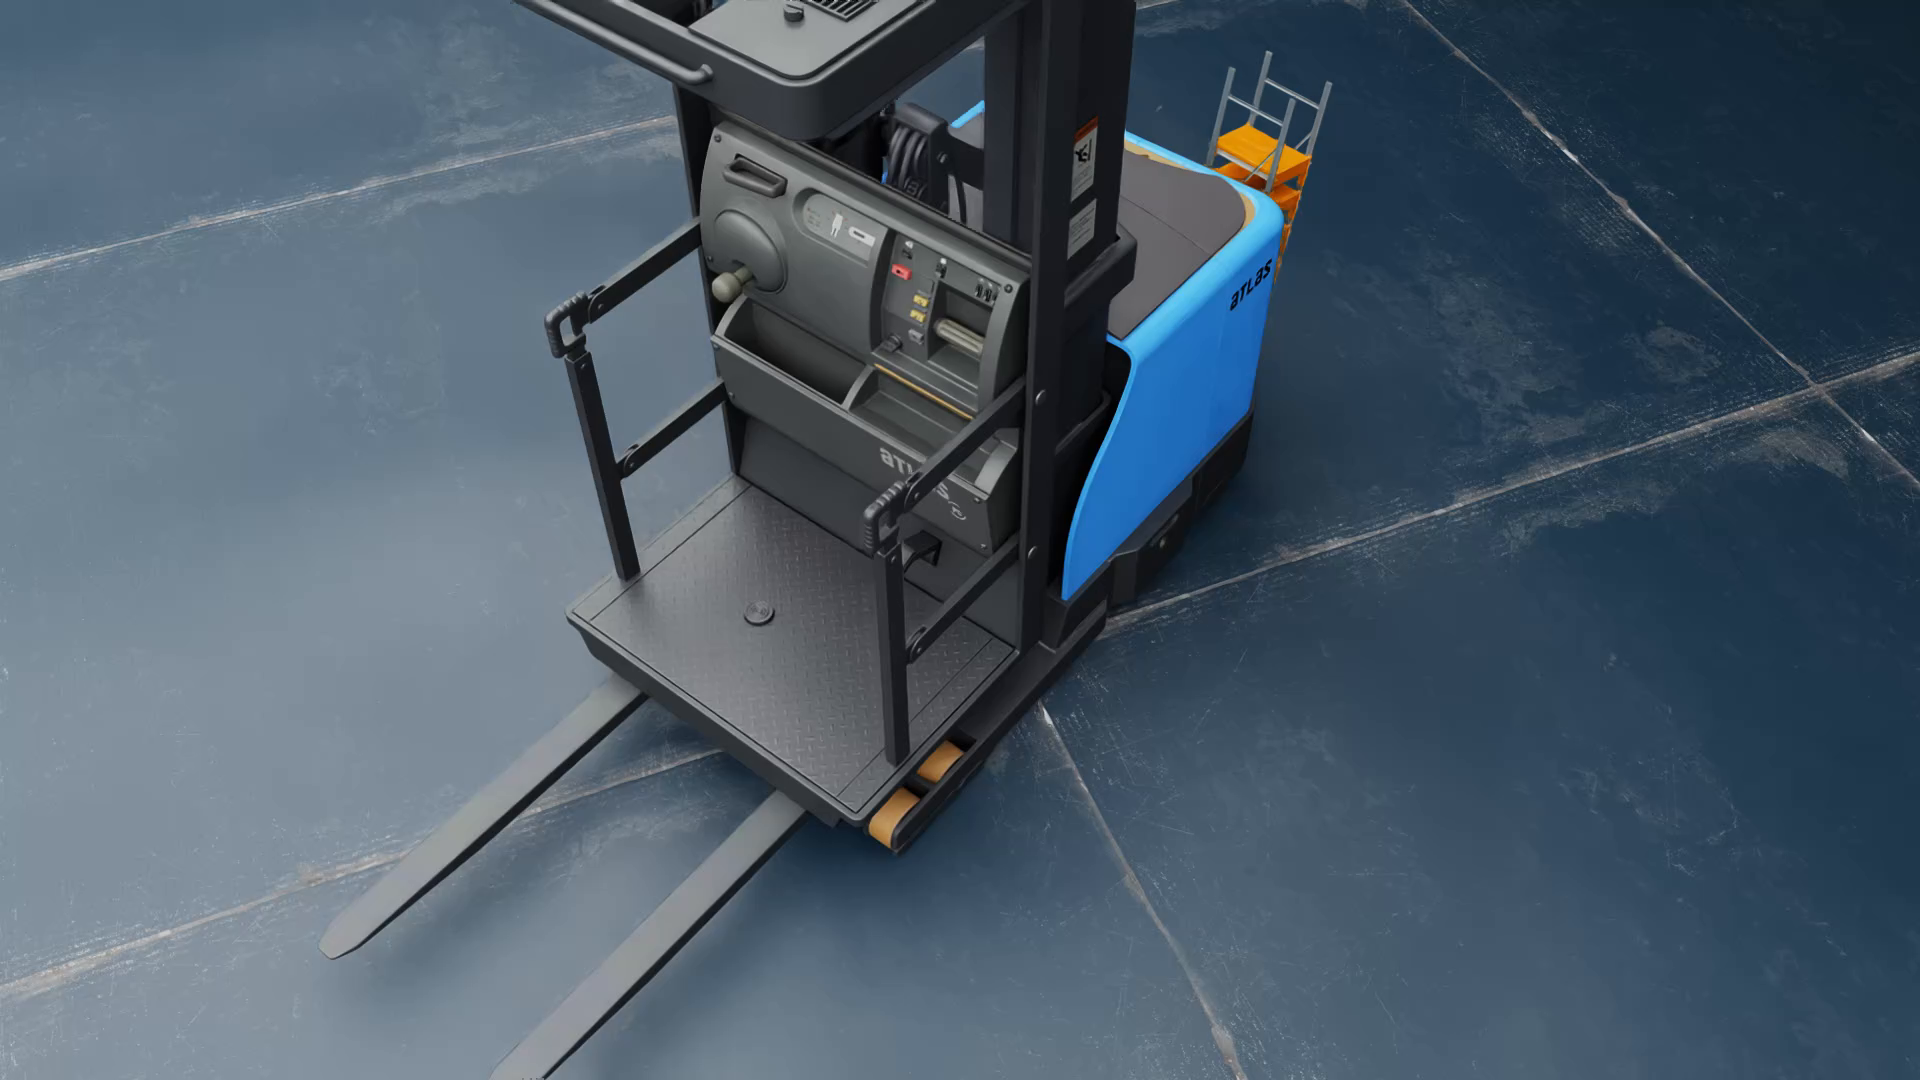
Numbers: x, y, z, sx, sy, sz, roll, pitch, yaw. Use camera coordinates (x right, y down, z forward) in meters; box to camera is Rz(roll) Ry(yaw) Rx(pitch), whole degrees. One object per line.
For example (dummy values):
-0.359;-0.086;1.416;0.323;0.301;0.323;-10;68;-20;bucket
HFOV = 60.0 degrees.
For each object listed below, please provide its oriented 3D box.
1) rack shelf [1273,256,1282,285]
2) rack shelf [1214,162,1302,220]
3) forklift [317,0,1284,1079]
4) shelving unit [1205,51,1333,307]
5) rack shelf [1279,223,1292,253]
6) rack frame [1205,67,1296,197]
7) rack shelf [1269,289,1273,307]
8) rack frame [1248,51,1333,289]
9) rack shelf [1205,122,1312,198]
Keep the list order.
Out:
0.857;-0.877;5.260;0.258;0.103;0.180;37;49;27;rack shelf
0.885;-1.053;5.099;0.258;0.103;0.180;37;49;27;rack shelf
-0.384;-0.550;3.791;1.130;2.935;3.031;31;56;24;forklift
0.862;-0.910;5.230;0.258;1.200;0.189;37;49;27;shelving unit
0.871;-0.965;5.179;0.258;0.103;0.180;37;49;27;rack shelf
0.798;-0.871;5.177;0.240;1.200;0.006;37;49;27;rack frame
0.843;-0.789;5.340;0.258;0.103;0.180;37;49;27;rack shelf
0.926;-0.948;5.283;0.240;1.200;0.006;37;49;27;rack frame
0.899;-1.140;5.018;0.258;0.103;0.180;37;49;27;rack shelf
